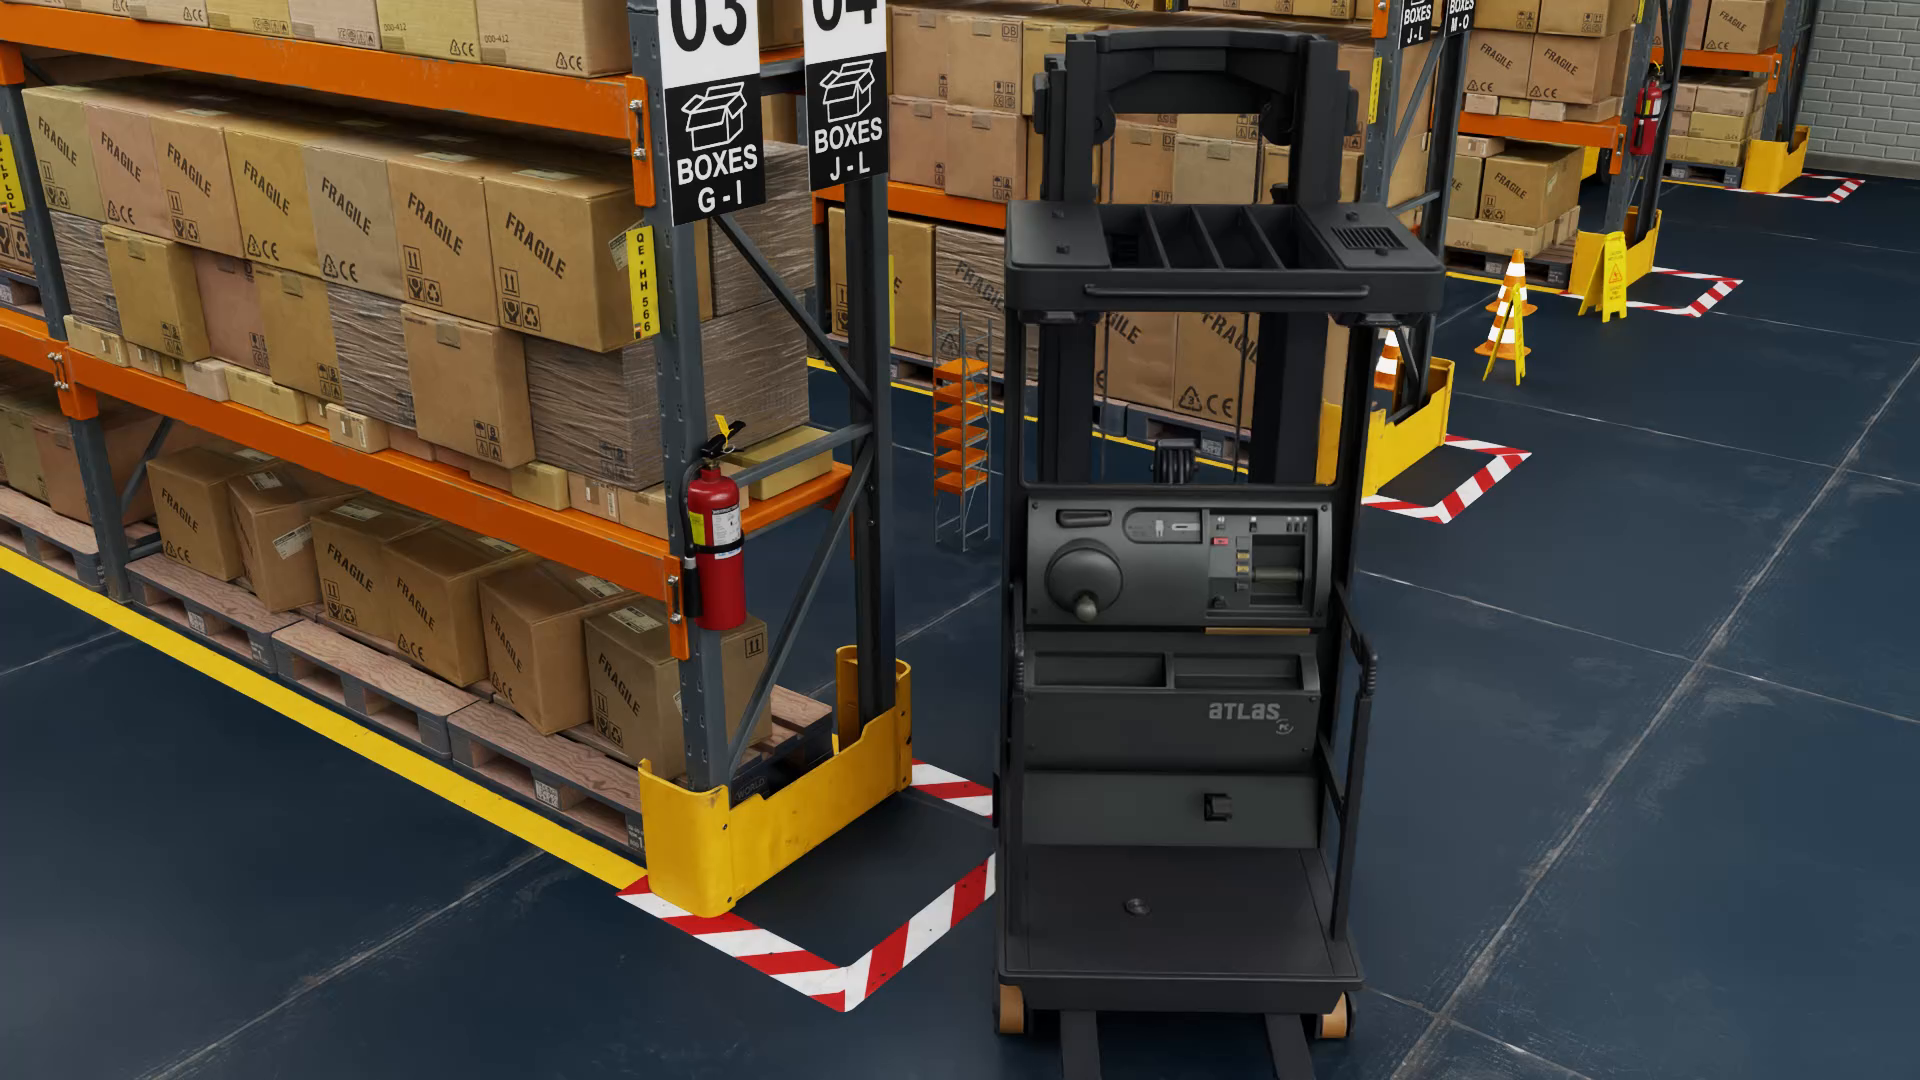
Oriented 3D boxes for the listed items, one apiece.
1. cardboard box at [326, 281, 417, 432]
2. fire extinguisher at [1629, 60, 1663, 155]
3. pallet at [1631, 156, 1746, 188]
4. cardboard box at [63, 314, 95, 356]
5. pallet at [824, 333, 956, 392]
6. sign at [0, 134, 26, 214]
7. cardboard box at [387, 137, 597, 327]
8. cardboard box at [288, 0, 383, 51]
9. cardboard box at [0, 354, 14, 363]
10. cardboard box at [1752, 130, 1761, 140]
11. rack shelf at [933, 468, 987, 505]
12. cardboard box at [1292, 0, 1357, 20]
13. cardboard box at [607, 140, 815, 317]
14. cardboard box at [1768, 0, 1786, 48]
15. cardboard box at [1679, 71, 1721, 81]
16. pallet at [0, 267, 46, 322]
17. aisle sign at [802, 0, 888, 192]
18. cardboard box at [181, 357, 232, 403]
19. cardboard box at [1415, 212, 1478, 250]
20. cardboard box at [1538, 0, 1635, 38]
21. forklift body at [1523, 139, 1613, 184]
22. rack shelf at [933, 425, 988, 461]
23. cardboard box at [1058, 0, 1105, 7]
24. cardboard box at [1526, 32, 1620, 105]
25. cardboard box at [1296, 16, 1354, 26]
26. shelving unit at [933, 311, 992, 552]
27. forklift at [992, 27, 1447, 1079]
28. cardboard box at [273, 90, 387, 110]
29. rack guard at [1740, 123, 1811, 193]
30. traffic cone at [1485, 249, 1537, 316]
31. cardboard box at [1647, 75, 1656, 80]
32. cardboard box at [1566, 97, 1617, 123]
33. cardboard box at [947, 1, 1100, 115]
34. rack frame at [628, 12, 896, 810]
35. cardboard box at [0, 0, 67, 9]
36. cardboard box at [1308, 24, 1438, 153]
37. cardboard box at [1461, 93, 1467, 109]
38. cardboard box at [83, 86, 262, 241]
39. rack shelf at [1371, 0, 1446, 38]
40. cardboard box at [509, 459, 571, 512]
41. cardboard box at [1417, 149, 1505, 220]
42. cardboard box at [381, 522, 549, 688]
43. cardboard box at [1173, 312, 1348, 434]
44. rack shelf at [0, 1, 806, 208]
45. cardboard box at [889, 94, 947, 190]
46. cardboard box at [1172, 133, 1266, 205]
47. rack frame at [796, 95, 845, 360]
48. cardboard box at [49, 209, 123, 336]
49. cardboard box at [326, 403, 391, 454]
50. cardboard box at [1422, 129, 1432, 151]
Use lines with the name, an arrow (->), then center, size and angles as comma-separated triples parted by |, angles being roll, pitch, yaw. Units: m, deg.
cardboard box -> -1.860, -0.802, 6.358 | 0.500, 0.500, 0.875 | 17, 29, 33
fire extinguisher -> 5.169, -3.247, 12.496 | 0.183, 0.674, 0.296 | 17, 29, 33
pallet -> 7.691, -3.957, 17.468 | 1.213, 0.211, 1.003 | 17, 29, 33
cardboard box -> -3.799, -0.965, 7.531 | 0.250, 0.149, 0.380 | 17, 29, 33
pallet -> -0.174, -1.320, 11.483 | 1.213, 0.211, 1.003 | 17, 29, 33
sign -> -4.121, -1.579, 7.177 | 0.005, 0.325, 0.100 | 17, 29, 33
cardboard box -> -1.582, -1.073, 5.733 | 0.500, 0.500, 0.500 | 17, 29, 33
cardboard box -> -1.934, -1.847, 5.687 | 0.500, 0.250, 0.500 | 18, 29, 34
cardboard box -> -5.534, -0.833, 9.475 | 0.500, 0.500, 0.700 | 20, 31, 38
cardboard box -> 8.052, -4.177, 17.399 | 0.500, 0.250, 0.500 | 17, 29, 34
rack shelf -> 0.012, -0.285, 8.615 | 0.180, 0.103, 0.258 | 17, 29, 33
cardboard box -> 3.156, -4.629, 13.802 | 0.500, 0.500, 0.700 | 16, 28, 32
cardboard box -> -0.867, -1.122, 5.843 | 0.500, 0.500, 0.500 | 17, 29, 33
cardboard box -> 8.098, -5.316, 16.972 | 0.500, 0.500, 0.500 | 18, 29, 35
cardboard box -> 7.654, -4.750, 17.459 | 0.500, 0.250, 0.500 | 17, 29, 33
pallet -> -4.315, -1.373, 8.383 | 1.213, 0.211, 1.003 | 17, 29, 33
aisle sign -> -0.360, -1.533, 5.285 | 0.004, 0.787, 0.394 | 17, 29, 33
cardboard box -> -3.009, -0.718, 6.970 | 0.250, 0.149, 0.380 | 17, 29, 33
cardboard box -> 4.136, -2.629, 13.887 | 0.500, 0.250, 0.500 | 17, 29, 33
cardboard box -> 4.814, -4.151, 12.719 | 0.500, 0.500, 0.700 | 16, 28, 32
forklift body -> 5.716, -4.543, 16.393 | 1.214, 2.155, 2.313 | 17, 29, 33
rack shelf -> 0.012, -0.505, 8.518 | 0.180, 0.103, 0.258 | 17, 29, 33
cardboard box -> 1.248, -4.957, 15.267 | 0.500, 0.500, 0.500 | 17, 29, 34
cardboard box -> 4.754, -3.683, 12.896 | 0.500, 0.500, 0.500 | 16, 29, 32
cardboard box -> 3.147, -4.172, 14.006 | 0.500, 0.500, 0.500 | 17, 29, 33
shelving unit -> 0.012, -0.546, 8.500 | 0.189, 1.200, 0.258 | 17, 29, 33
forklift -> 0.668, 0.091, 4.909 | 1.130, 2.935, 3.031 | 1, 24, 1
cardboard box -> -2.465, -1.607, 6.943 | 0.500, 0.500, 0.500 | 17, 29, 33
rack guard -> 8.347, -3.912, 17.008 | 0.348, 0.500, 1.175 | 17, 29, 33
traffic cone -> 4.236, -1.986, 12.683 | 0.334, 0.463, 0.336 | 17, 29, 33
cardboard box -> 6.950, -4.704, 17.355 | 0.500, 0.250, 0.500 | 17, 29, 34
cardboard box -> 4.926, -3.365, 12.979 | 0.250, 0.149, 0.380 | 18, 29, 35
cardboard box -> 0.399, -2.997, 10.306 | 0.550, 0.550, 0.875 | 17, 29, 33
rack frame -> -0.590, -0.262, 5.623 | 0.127, 3.000, 1.000 | 17, 29, 33
cardboard box -> -3.584, -2.341, 6.810 | 0.500, 0.250, 0.500 | 16, 28, 31
cardboard box -> 2.192, -2.502, 9.184 | 0.550, 0.550, 0.875 | 17, 29, 33
cardboard box -> 4.120, -3.620, 13.556 | 0.250, 0.149, 0.380 | 17, 29, 34
cardboard box -> -3.182, -1.557, 6.831 | 0.500, 0.500, 0.500 | 17, 29, 33
rack shelf -> 0.865, -3.365, 9.838 | 4.000, 0.370, 1.077 | 17, 29, 33
cardboard box -> -1.372, -0.253, 5.917 | 0.250, 0.149, 0.380 | 17, 29, 33
cardboard box -> 4.136, -2.971, 13.731 | 0.500, 0.500, 0.500 | 18, 30, 35
cardboard box -> -2.068, 0.243, 7.058 | 0.500, 0.500, 0.500 | 20, 31, 38
cardboard box -> 1.883, -1.200, 9.868 | 0.875, 0.875, 0.875 | 17, 29, 34
rack shelf -> -2.190, -1.789, 6.261 | 4.000, 0.370, 1.077 | 17, 29, 33
cardboard box -> 0.021, -2.662, 10.886 | 0.550, 0.550, 0.875 | 17, 29, 33
cardboard box -> 1.688, -2.107, 9.626 | 0.550, 0.550, 0.875 | 17, 29, 33
rack frame -> -0.735, -2.805, 11.395 | 0.127, 3.000, 1.000 | 17, 29, 33
cardboard box -> -3.468, -1.282, 7.446 | 0.500, 0.500, 0.875 | 17, 29, 33
cardboard box -> -2.205, -0.478, 6.426 | 0.250, 0.149, 0.380 | 17, 29, 33
cardboard box -> 3.813, -3.336, 13.755 | 0.250, 0.149, 0.380 | 18, 30, 35
